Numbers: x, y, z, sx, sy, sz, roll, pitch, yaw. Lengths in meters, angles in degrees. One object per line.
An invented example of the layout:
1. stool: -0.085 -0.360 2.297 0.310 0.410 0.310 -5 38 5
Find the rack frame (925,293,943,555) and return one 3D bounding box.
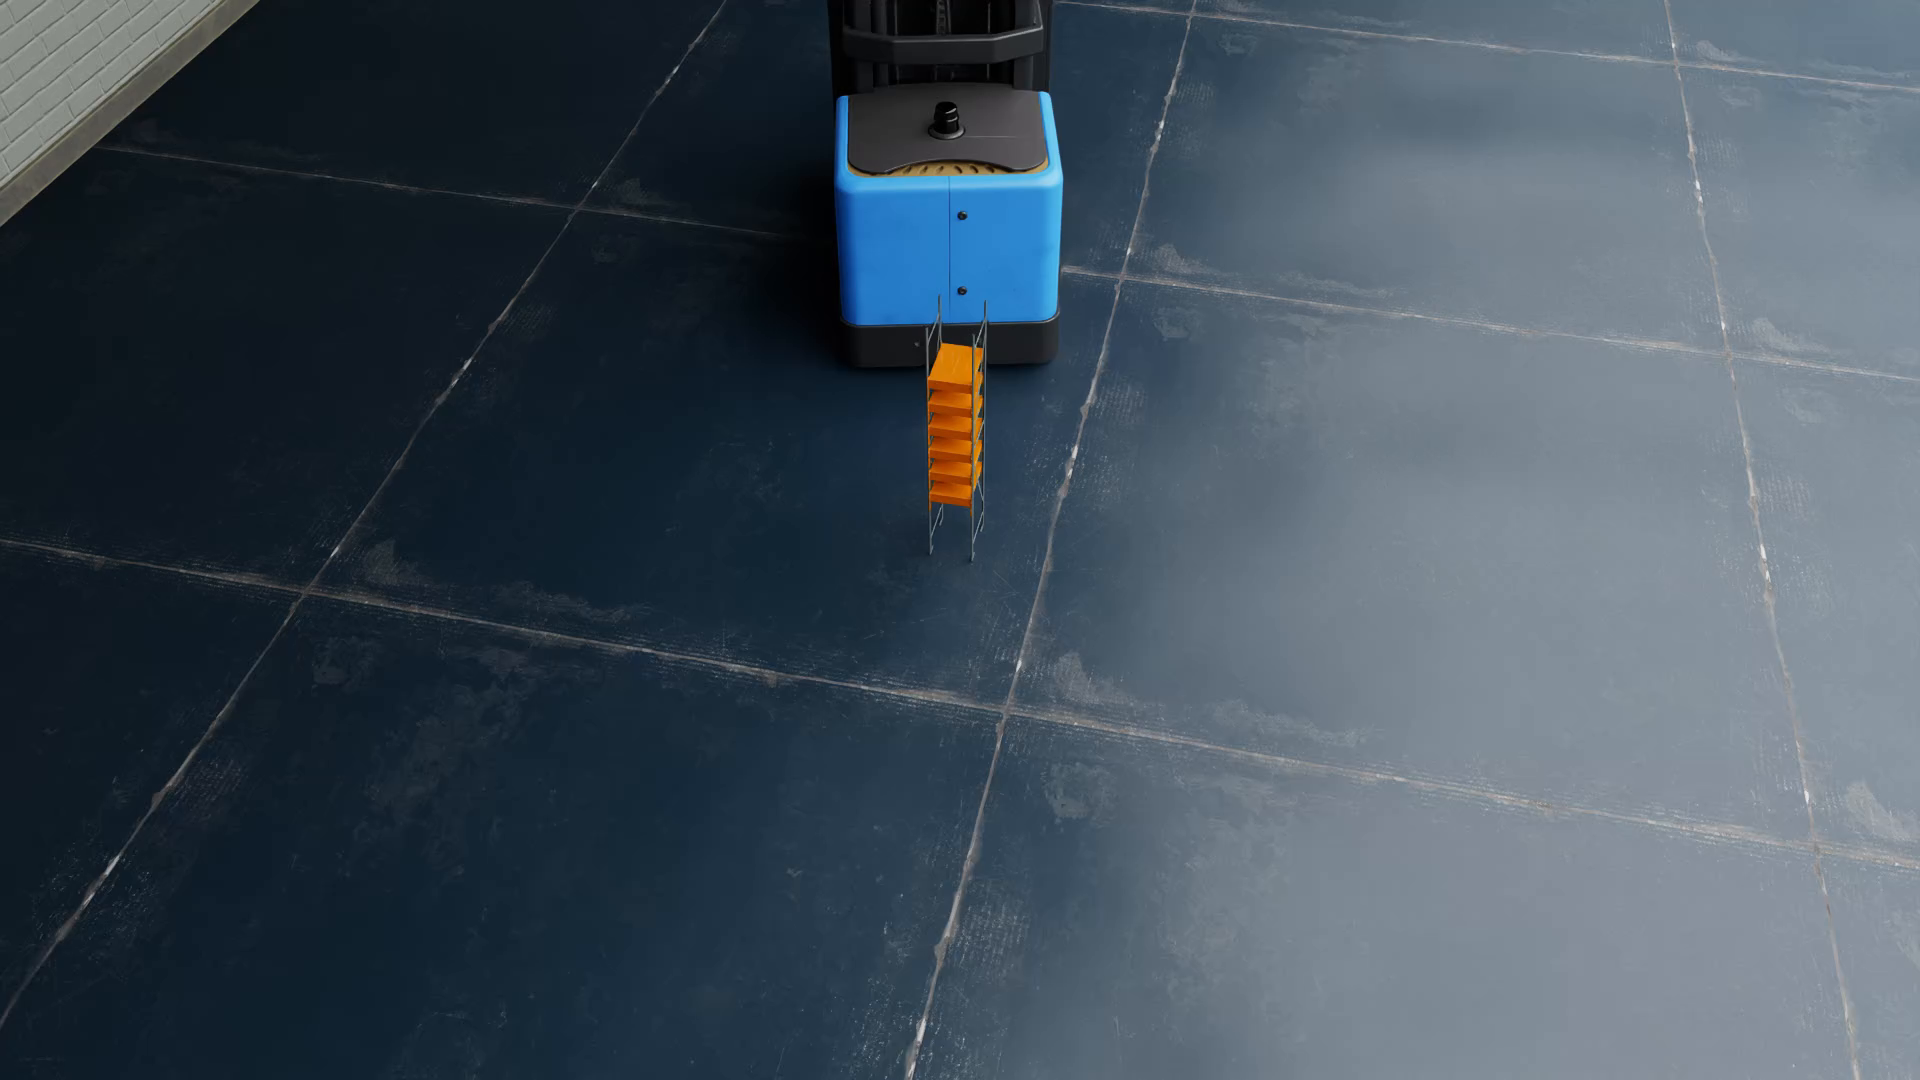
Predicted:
1. rack frame: -0.103 -0.448 6.811 0.006 1.200 0.240 9 45 9

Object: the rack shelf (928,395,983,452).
1. rack shelf: -0.014 -0.489 6.744 0.180 0.103 0.258 9 45 9

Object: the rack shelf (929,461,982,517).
1. rack shelf: -0.014 -0.230 6.993 0.180 0.103 0.258 9 45 9

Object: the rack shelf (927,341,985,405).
1. rack shelf: -0.014 -0.662 6.577 0.180 0.103 0.258 9 45 9

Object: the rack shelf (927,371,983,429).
1. rack shelf: -0.014 -0.575 6.661 0.180 0.103 0.258 9 45 9

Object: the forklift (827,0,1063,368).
1. forklift: -0.106 -2.890 8.099 1.130 2.935 3.031 -2 44 -2

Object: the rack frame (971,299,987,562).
1. rack frame: 0.075 -0.421 6.782 0.006 1.200 0.240 9 45 9

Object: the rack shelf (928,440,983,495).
1. rack shelf: -0.014 -0.316 6.910 0.180 0.103 0.258 9 45 9

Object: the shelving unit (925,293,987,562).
1. shelving unit: -0.014 -0.434 6.796 0.189 1.200 0.258 9 45 9

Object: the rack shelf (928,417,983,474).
1. rack shelf: -0.014 -0.402 6.827 0.180 0.103 0.258 9 45 9
